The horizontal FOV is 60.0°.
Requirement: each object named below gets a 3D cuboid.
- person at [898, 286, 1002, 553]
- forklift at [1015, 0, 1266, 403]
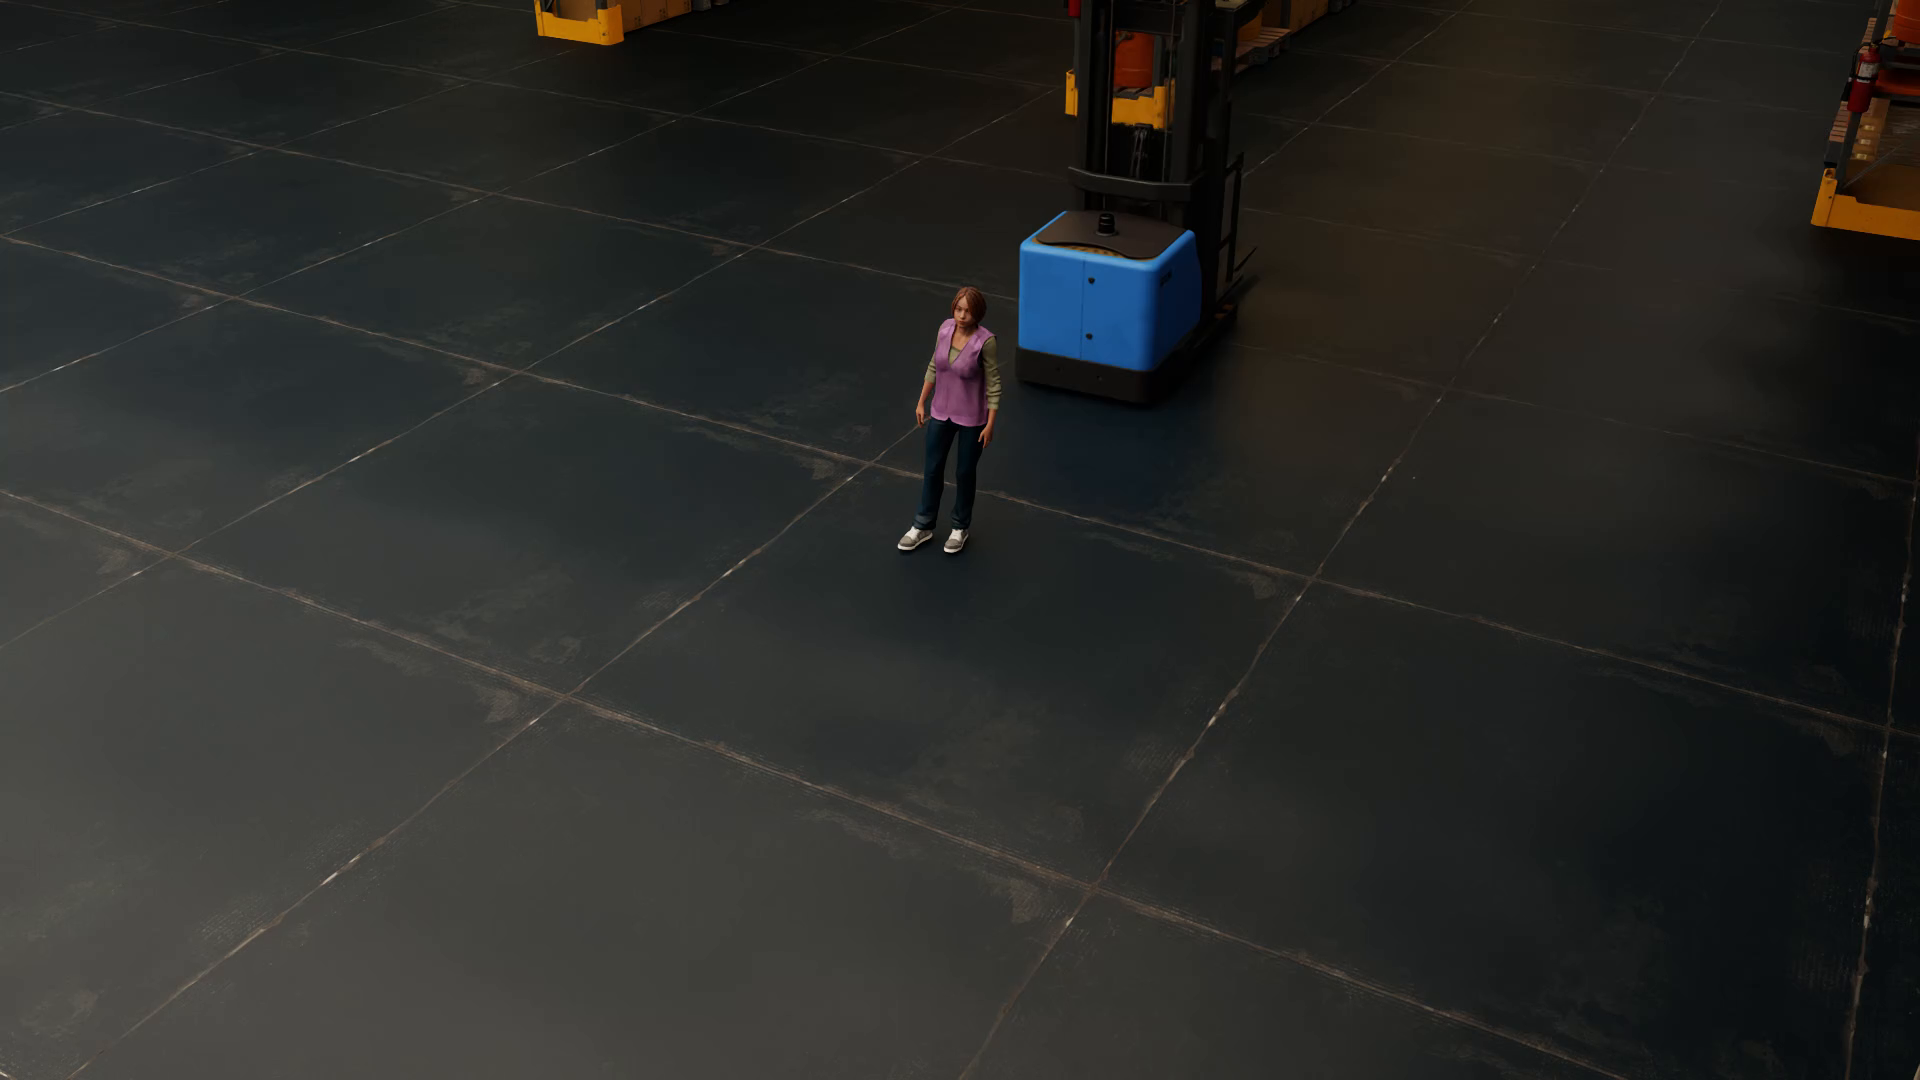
[{"bbox_3d":[-0.048,-0.669,9.550,0.520,1.597,0.476,15,33,25],"label":"person"},{"bbox_3d":[1.499,-2.928,12.144,1.130,2.935,3.031,14,33,22],"label":"forklift"}]
